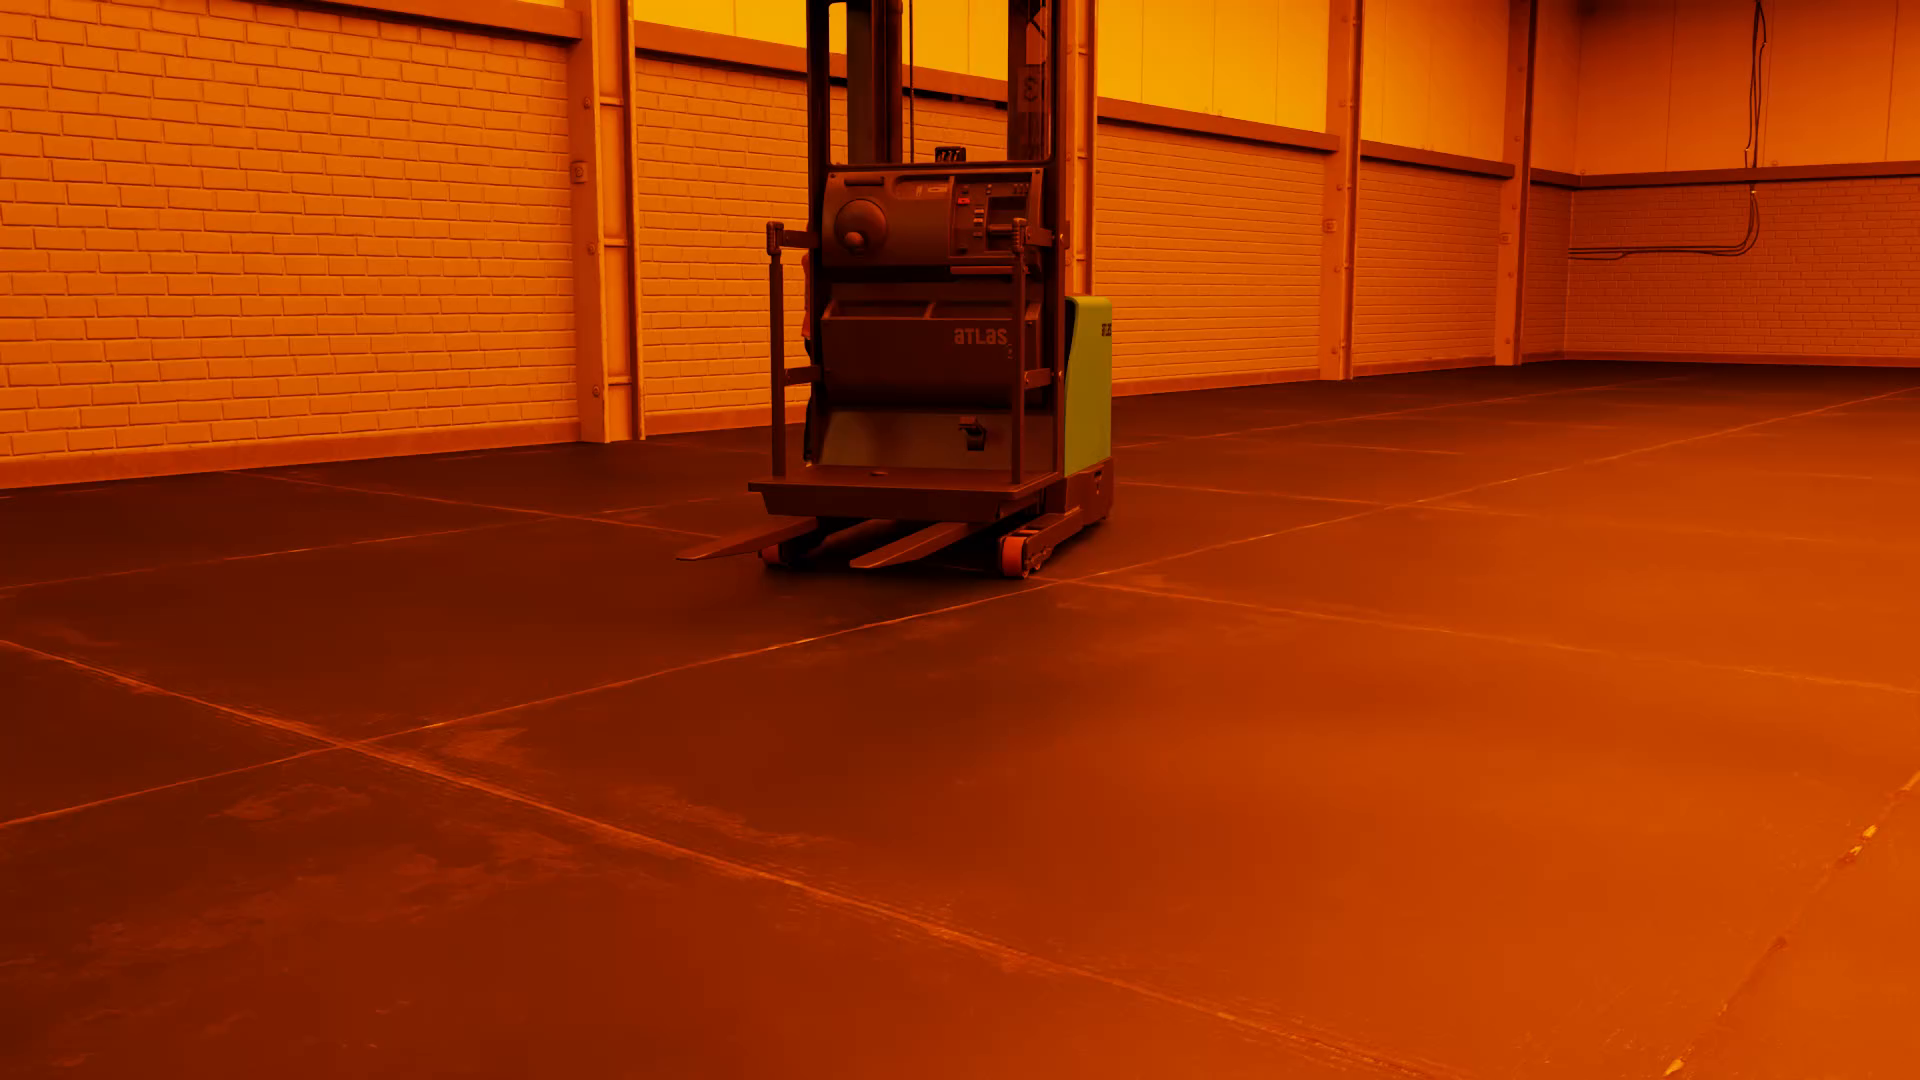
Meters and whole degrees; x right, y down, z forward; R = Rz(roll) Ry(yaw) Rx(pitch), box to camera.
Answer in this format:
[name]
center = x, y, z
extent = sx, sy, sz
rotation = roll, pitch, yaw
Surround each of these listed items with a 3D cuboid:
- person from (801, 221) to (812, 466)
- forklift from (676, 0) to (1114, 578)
[person]
center = -0.803, -1.214, 10.173
extent = 0.314, 1.604, 0.410
rotation = -4, 9, -25
[forklift]
center = -0.176, -1.366, 6.616
extent = 1.130, 2.935, 3.031
rotation = 3, 9, 17
